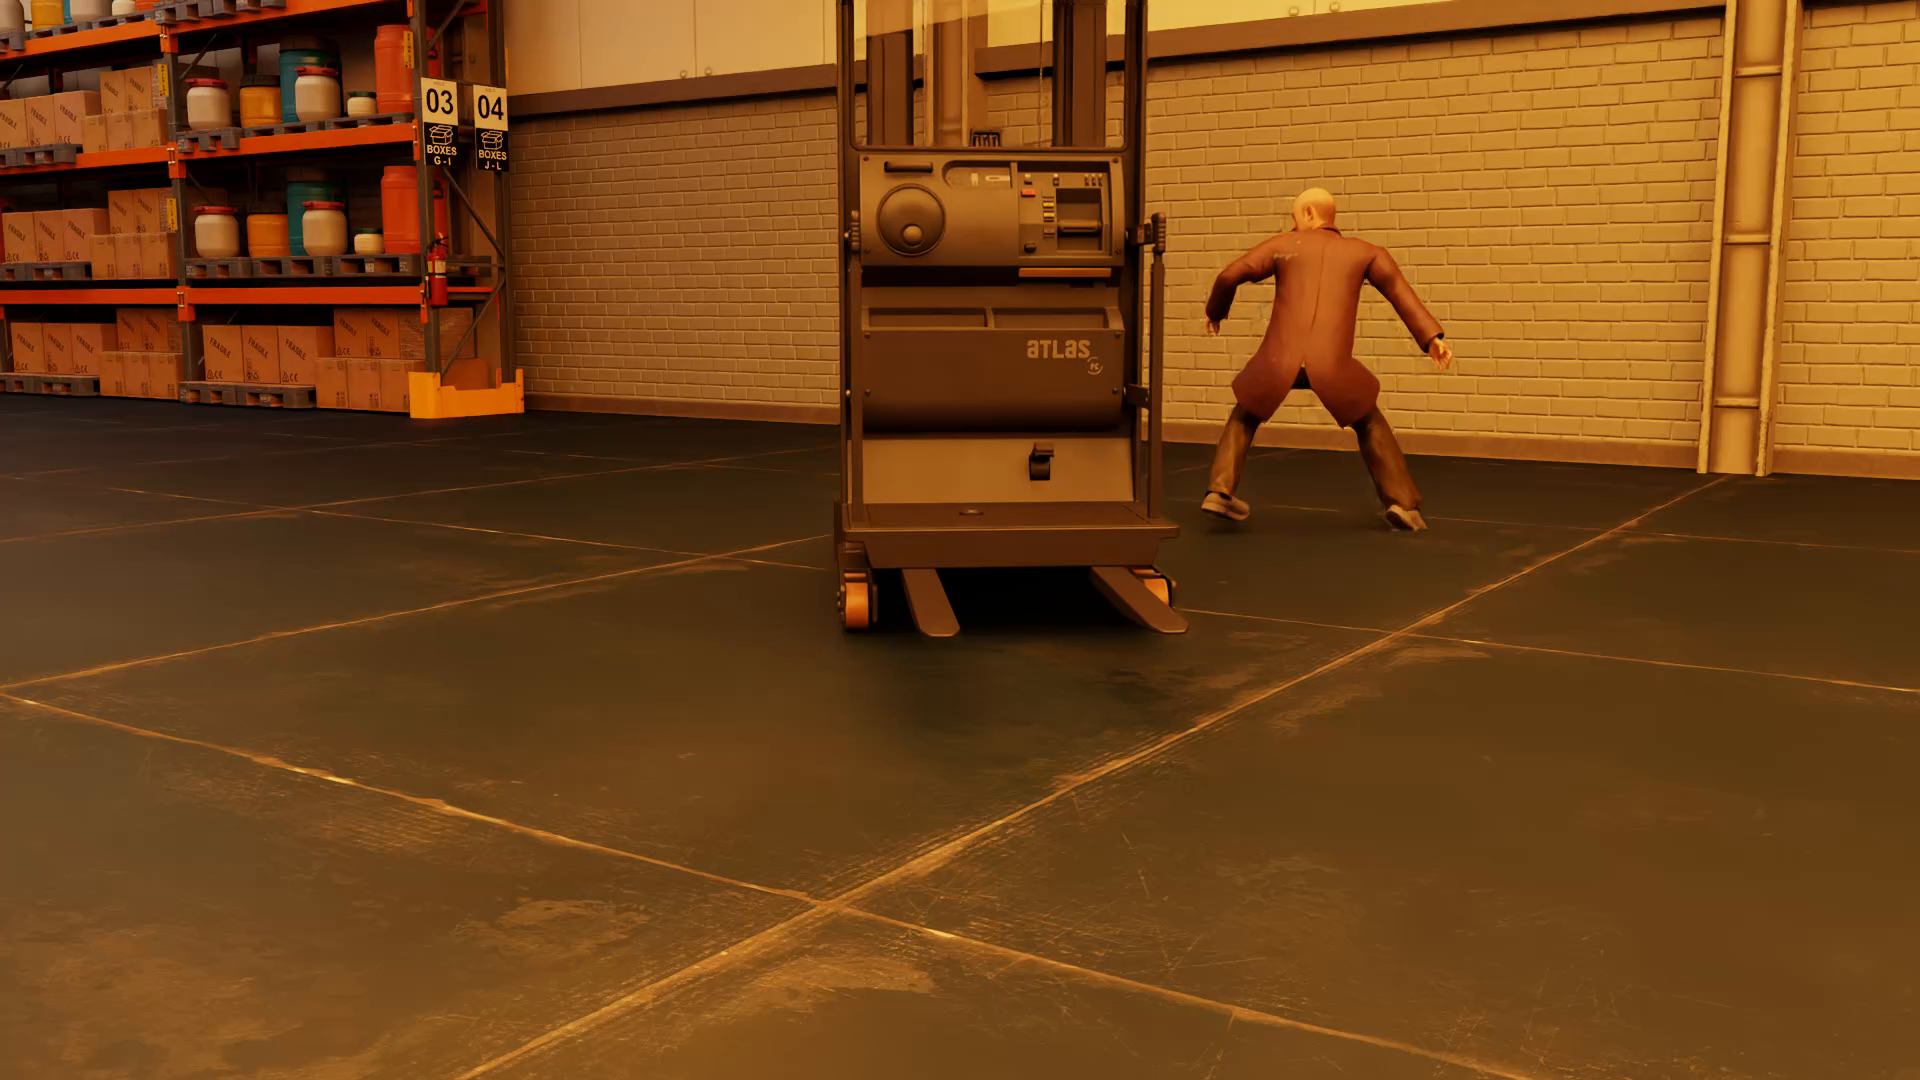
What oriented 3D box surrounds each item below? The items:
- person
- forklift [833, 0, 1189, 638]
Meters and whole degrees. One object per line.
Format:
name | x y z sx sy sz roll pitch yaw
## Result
person | 1.716 -0.786 7.859 1.143 1.739 0.602 2 8 13
forklift | 0.132 -1.200 5.629 1.130 2.935 3.031 -1 8 -5
